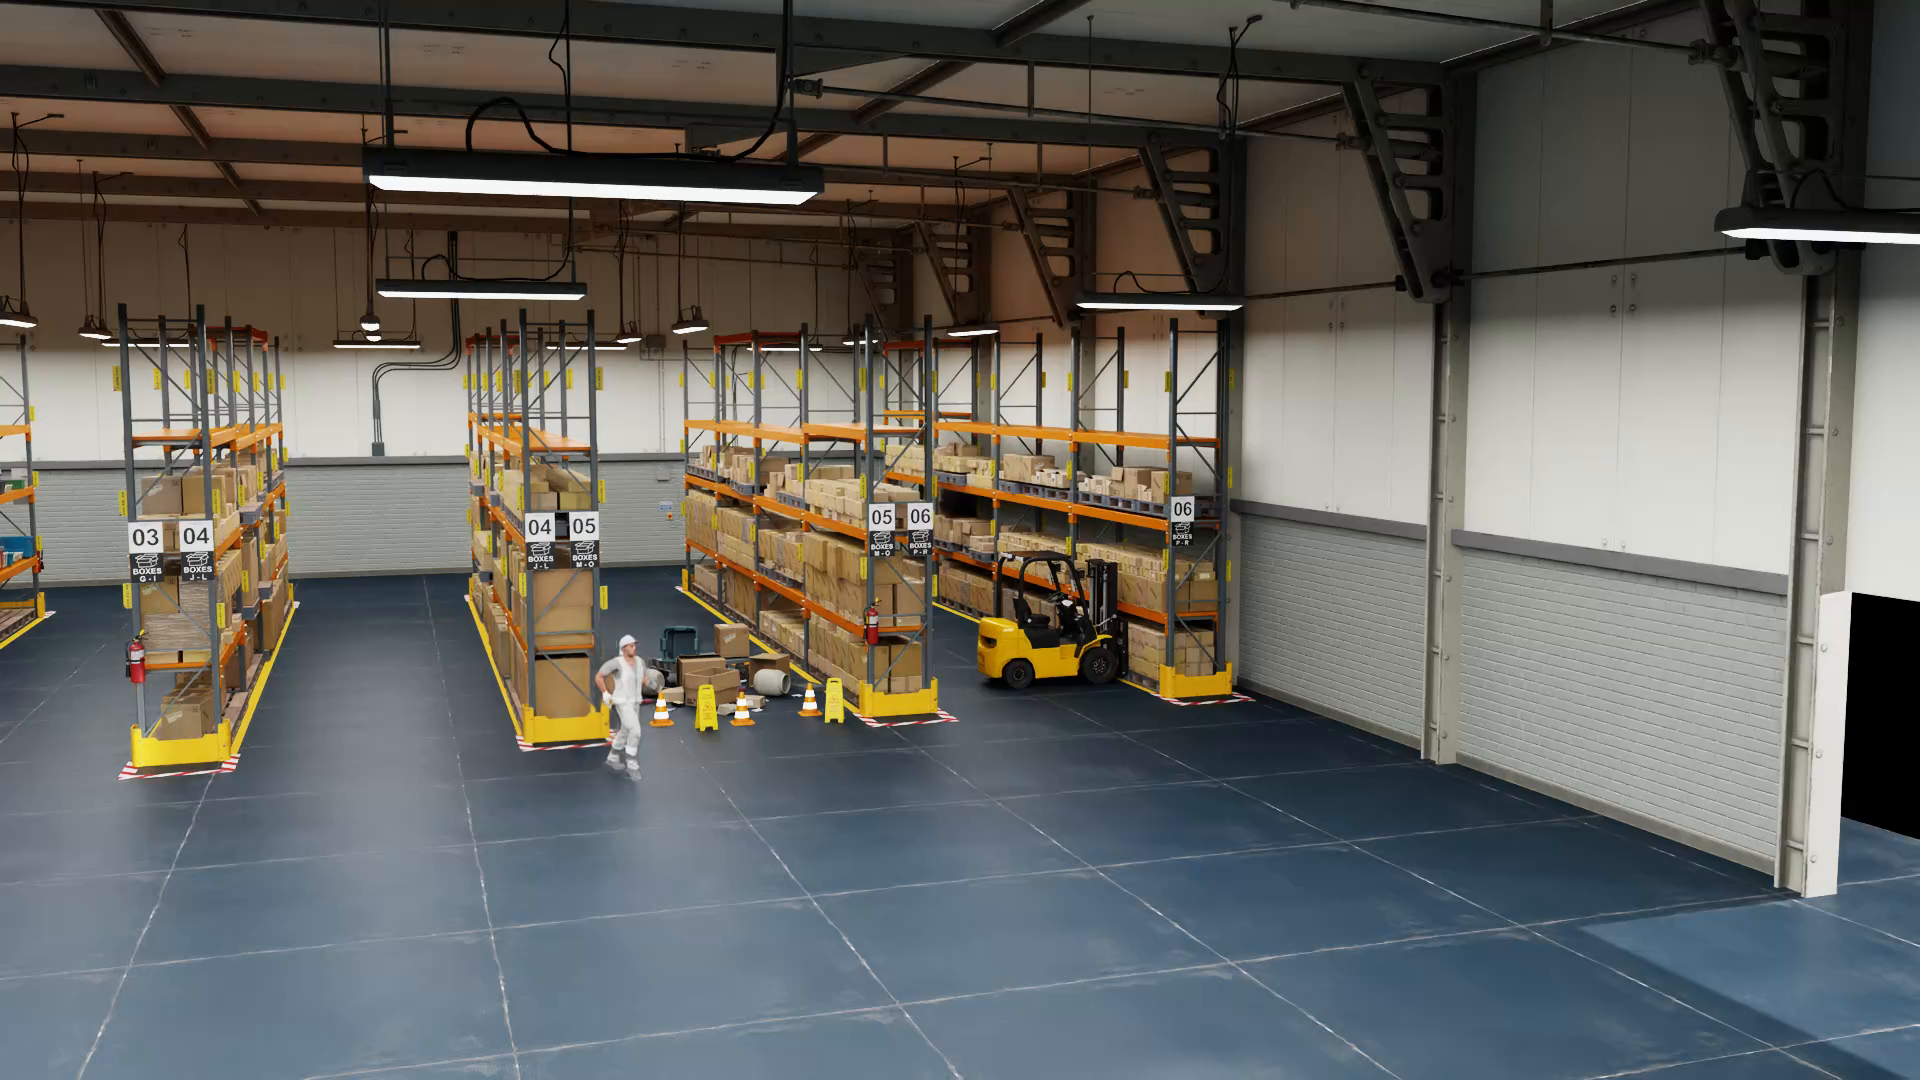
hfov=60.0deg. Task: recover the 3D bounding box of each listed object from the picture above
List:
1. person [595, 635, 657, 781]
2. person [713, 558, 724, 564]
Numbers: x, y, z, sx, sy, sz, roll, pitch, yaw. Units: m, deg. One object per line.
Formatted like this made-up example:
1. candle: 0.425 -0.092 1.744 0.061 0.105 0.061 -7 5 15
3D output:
1. person: -4.219 2.122 21.140 0.791 1.848 0.626 3 6 30
2. person: -6.023 0.216 41.570 0.531 1.700 0.739 2 6 24
